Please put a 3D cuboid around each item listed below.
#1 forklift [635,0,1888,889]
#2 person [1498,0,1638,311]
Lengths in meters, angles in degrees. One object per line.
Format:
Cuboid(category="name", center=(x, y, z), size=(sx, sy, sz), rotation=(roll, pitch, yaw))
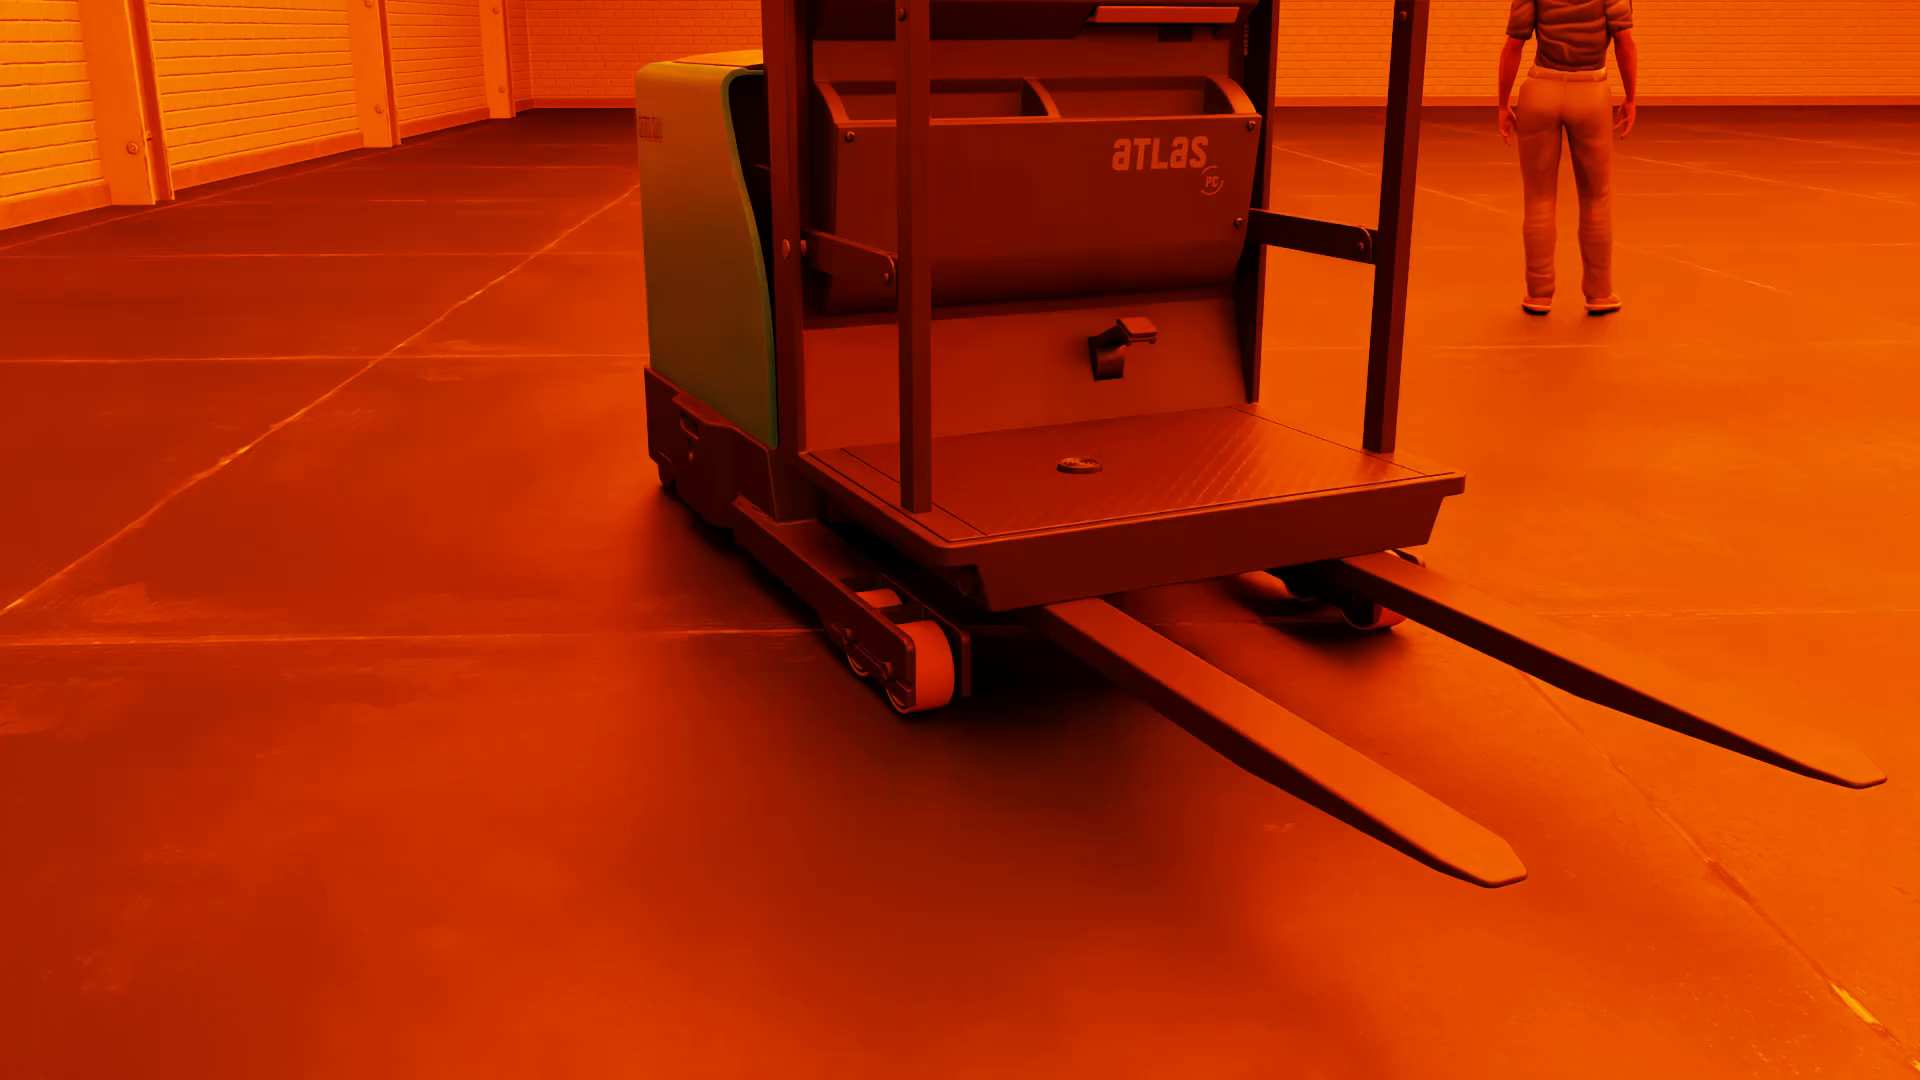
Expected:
Cuboid(category="forklift", center=(0.258, -1.240, 2.962), size=(1.130, 2.935, 3.031), rotation=(-8, 19, -24))
Cuboid(category="person", center=(2.518, -1.776, 6.875), size=(0.565, 1.656, 0.501), rotation=(7, 18, 22))
